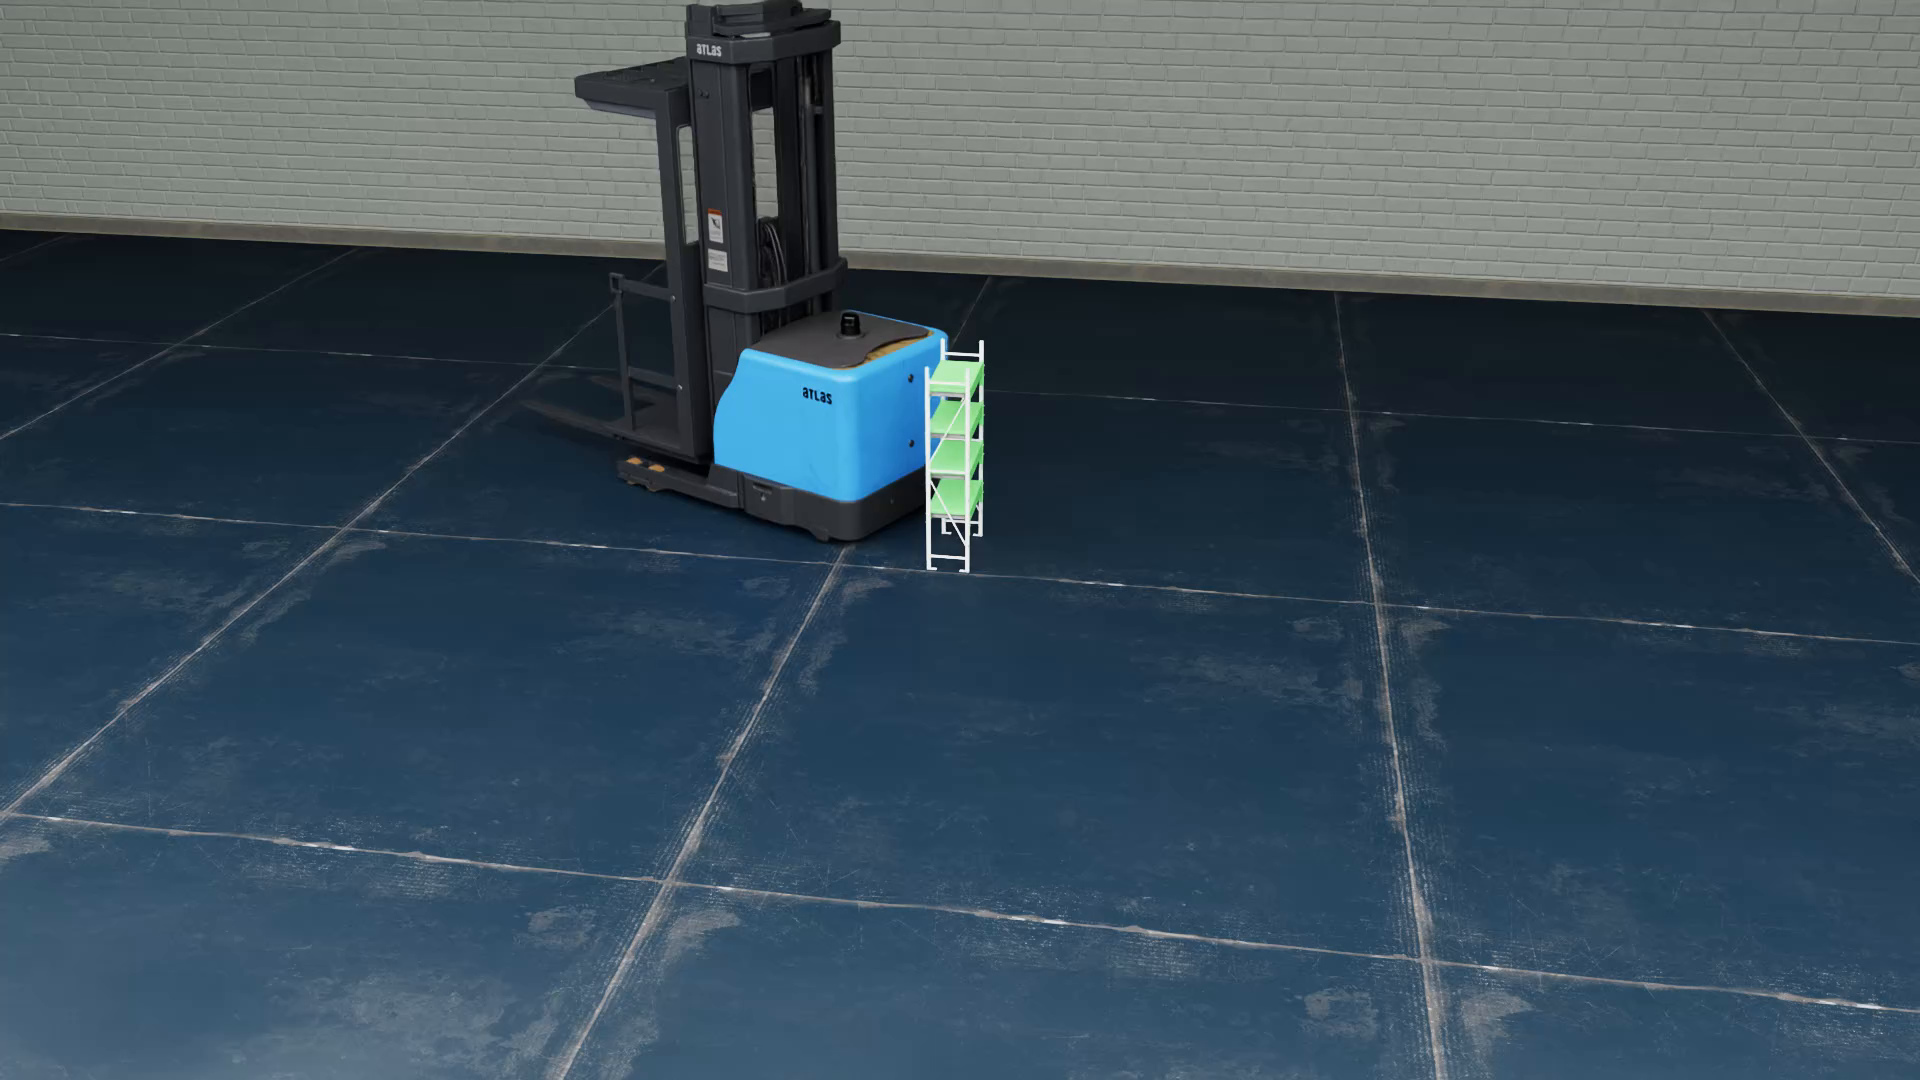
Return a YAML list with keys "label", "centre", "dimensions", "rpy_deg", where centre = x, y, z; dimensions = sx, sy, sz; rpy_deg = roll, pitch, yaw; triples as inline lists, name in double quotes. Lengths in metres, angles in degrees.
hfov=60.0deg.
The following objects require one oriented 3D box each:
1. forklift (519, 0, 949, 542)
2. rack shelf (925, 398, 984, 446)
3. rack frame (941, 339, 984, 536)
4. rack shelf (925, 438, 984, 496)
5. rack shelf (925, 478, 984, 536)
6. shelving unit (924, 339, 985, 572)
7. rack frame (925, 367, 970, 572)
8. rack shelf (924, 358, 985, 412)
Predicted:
- label: "forklift"
  centre: [-1.546, -1.794, 10.125]
  dimensions: [3.031, 2.935, 1.130]
  rpy_deg: [17, 30, 32]
- label: "rack shelf"
  centre: [-0.027, -0.634, 9.273]
  dimensions: [0.258, 0.148, 0.480]
  rpy_deg: [4, 25, 9]
- label: "rack frame"
  centre: [0.013, -0.576, 9.566]
  dimensions: [0.240, 1.200, 0.015]
  rpy_deg: [4, 25, 9]
- label: "rack shelf"
  centre: [-0.027, -0.416, 9.375]
  dimensions: [0.258, 0.148, 0.480]
  rpy_deg: [4, 25, 9]
- label: "rack shelf"
  centre: [-0.027, -0.199, 9.477]
  dimensions: [0.258, 0.148, 0.480]
  rpy_deg: [4, 25, 9]
- label: "shelving unit"
  centre: [-0.027, -0.474, 9.348]
  dimensions: [0.258, 1.200, 0.503]
  rpy_deg: [4, 25, 9]
- label: "rack frame"
  centre: [-0.067, -0.372, 9.130]
  dimensions: [0.240, 1.200, 0.015]
  rpy_deg: [4, 25, 9]
- label: "rack shelf"
  centre: [-0.027, -0.851, 9.171]
  dimensions: [0.258, 0.148, 0.480]
  rpy_deg: [4, 25, 9]
